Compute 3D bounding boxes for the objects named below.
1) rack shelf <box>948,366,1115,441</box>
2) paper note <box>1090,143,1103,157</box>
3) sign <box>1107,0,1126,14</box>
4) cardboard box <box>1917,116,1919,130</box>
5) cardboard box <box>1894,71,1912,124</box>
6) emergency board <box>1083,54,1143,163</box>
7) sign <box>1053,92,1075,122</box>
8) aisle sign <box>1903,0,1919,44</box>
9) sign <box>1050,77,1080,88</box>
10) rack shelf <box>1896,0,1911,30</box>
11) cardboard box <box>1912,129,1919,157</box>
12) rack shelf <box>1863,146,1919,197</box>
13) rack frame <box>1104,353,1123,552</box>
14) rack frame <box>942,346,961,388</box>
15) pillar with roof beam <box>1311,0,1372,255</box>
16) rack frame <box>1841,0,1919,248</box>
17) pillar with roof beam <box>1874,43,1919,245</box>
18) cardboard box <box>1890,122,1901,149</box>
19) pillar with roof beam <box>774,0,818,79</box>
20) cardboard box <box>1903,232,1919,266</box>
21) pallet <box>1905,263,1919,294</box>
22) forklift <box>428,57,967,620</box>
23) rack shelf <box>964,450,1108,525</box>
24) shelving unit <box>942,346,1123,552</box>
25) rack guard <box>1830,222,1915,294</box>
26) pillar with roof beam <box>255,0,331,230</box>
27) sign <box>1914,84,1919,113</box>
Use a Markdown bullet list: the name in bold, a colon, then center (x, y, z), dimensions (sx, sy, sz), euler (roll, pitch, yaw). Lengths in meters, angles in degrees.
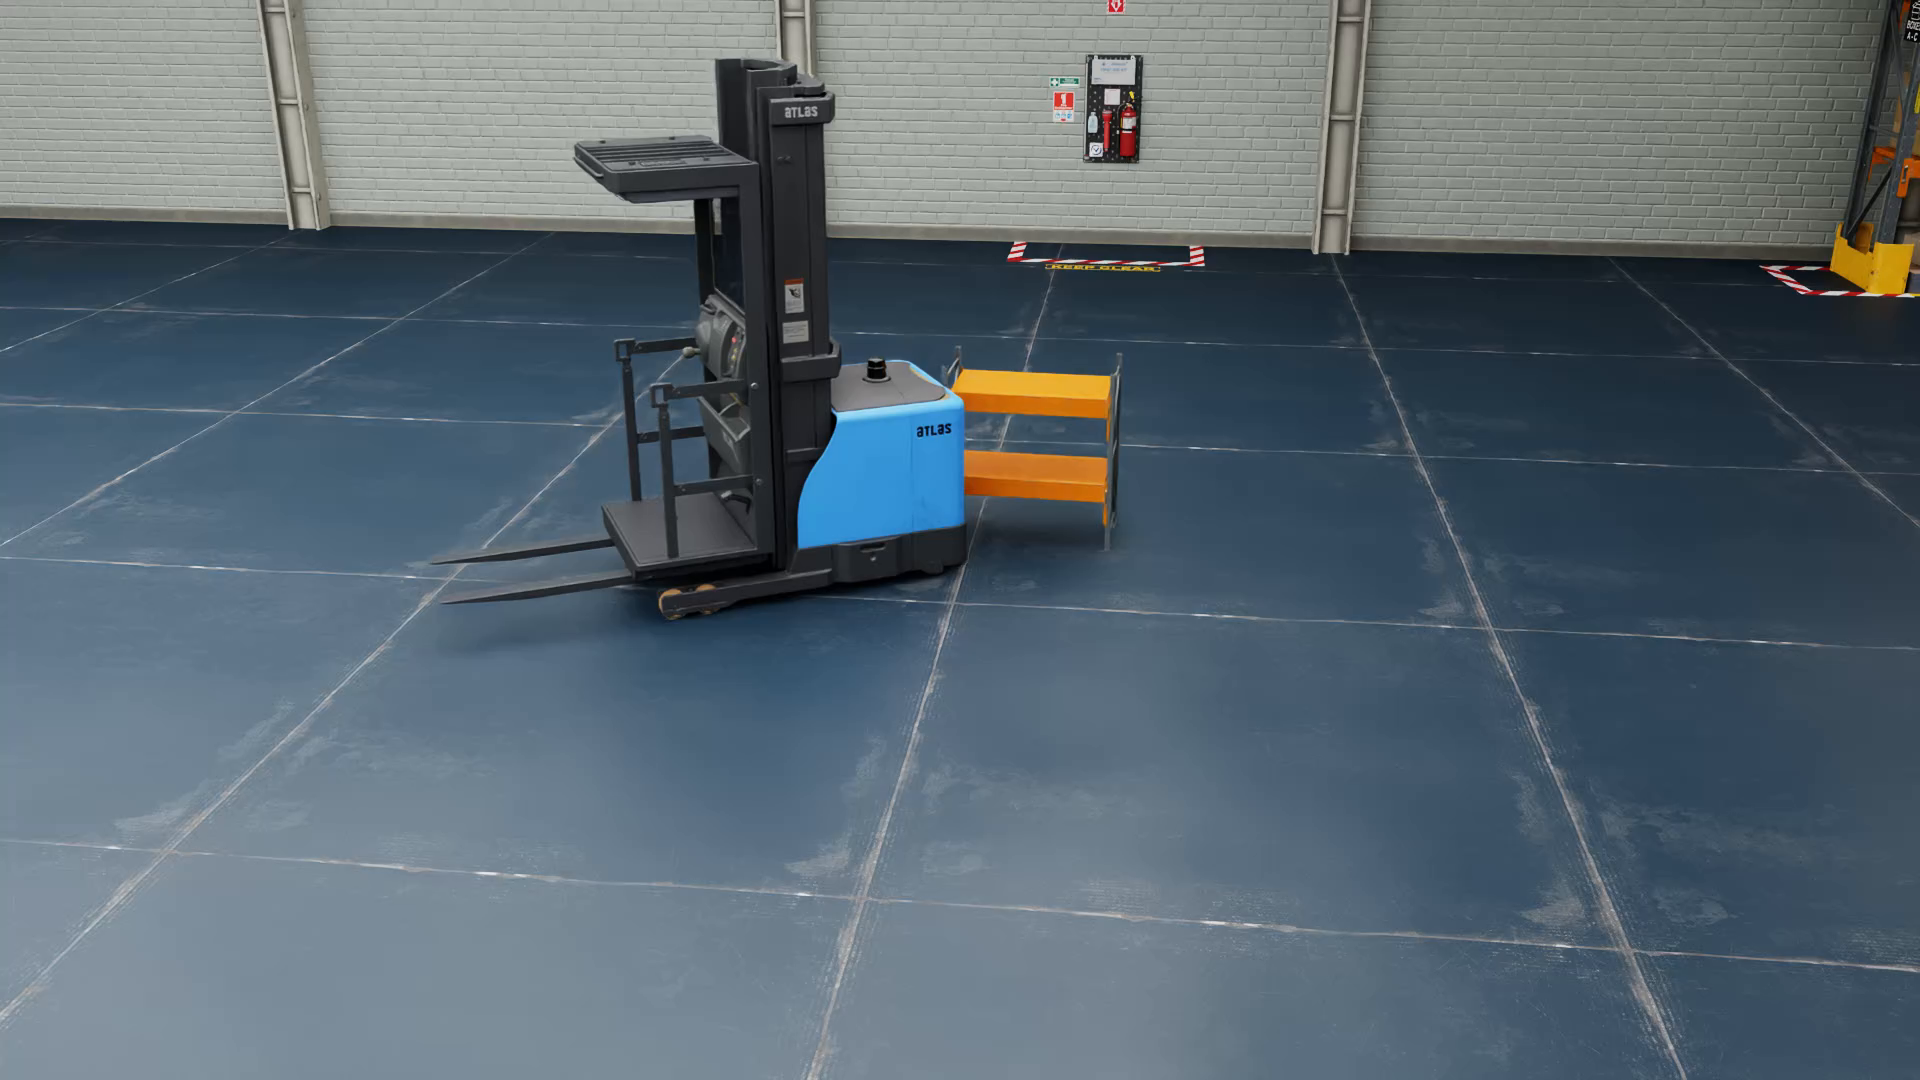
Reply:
- **rack shelf**: center (0.449, -0.848, 10.258), dimensions (1.000, 0.278, 0.538), euler (4, 22, 9)
- **paper note**: center (1.523, -4.366, 18.602), dimensions (0.142, 0.148, 0.016), euler (2, 22, 6)
- **sign**: center (1.695, -5.858, 18.023), dimensions (0.199, 0.298, 0.001), euler (2, 22, 6)
- **cardboard box**: center (9.741, -4.235, 16.228), dimensions (0.500, 0.500, 0.500), euler (3, 22, 6)
- **cardboard box**: center (9.795, -4.422, 16.703), dimensions (0.500, 0.500, 0.500), euler (2, 22, 6)
- **emergency board**: center (1.691, -4.743, 18.357), dimensions (0.643, 1.169, 0.194), euler (2, 22, 6)
- **sign**: center (1.154, -4.821, 18.506), dimensions (0.234, 0.329, 0.001), euler (2, 22, 6)
- **aisle sign**: center (9.195, -5.179, 15.925), dimensions (0.004, 0.787, 0.394), euler (2, 22, 6)
- **sign**: center (1.157, -5.064, 18.400), dimensions (0.331, 0.109, 0.001), euler (2, 22, 6)
- **rack shelf**: center (11.288, -5.051, 16.034), dimensions (4.000, 0.370, 1.077), euler (2, 22, 6)
- **cardboard box**: center (9.749, -3.879, 16.349), dimensions (0.500, 0.250, 0.500), euler (2, 22, 5)
- **rack shelf**: center (11.288, -3.656, 16.585), dimensions (4.000, 0.370, 1.077), euler (2, 22, 6)
- **rack frame**: center (0.949, -0.543, 10.284), dimensions (0.032, 1.125, 0.500), euler (4, 22, 9)
- **rack frame**: center (-0.052, -0.608, 10.447), dimensions (0.032, 1.125, 0.500), euler (4, 22, 9)
- **pillar with roof beam**: center (3.634, -5.840, 12.972), dimensions (0.400, 9.000, 9.100), euler (2, 22, 6)
- **rack frame**: center (9.302, -4.077, 16.672), dimensions (0.127, 3.000, 1.000), euler (2, 22, 6)
- **pillar with roof beam**: center (9.592, -5.581, 12.316), dimensions (0.400, 9.000, 9.100), euler (2, 22, 6)
- **cardboard box**: center (9.789, -4.067, 16.824), dimensions (0.500, 0.250, 0.500), euler (3, 22, 7)
- **pillar with roof beam**: center (-2.324, -6.100, 13.629), dimensions (0.400, 9.000, 9.100), euler (2, 22, 6)
- **cardboard box**: center (9.978, -2.968, 16.927), dimensions (0.500, 0.311, 0.500), euler (0, 22, 0)
- **pallet**: center (10.180, -2.729, 17.055), dimensions (1.213, 0.211, 1.003), euler (2, 22, 6)
- **forklift**: center (-1.529, -1.137, 9.330), dimensions (3.031, 2.935, 1.130), euler (-8, 23, -20)
- **rack shelf**: center (0.449, -0.348, 10.455), dimensions (1.000, 0.278, 0.538), euler (4, 22, 9)
- **shelving unit**: center (0.449, -0.575, 10.365), dimensions (1.048, 1.125, 0.538), euler (4, 22, 9)
- **rack guard**: center (9.377, -2.911, 17.123), dimensions (0.348, 0.500, 1.175), euler (2, 22, 6)
- **pillar with roof beam**: center (-8.283, -6.359, 14.286), dimensions (0.400, 9.000, 9.100), euler (2, 22, 6)
- **sign**: center (9.238, -4.281, 16.012), dimensions (0.005, 0.325, 0.100), euler (2, 22, 6)
